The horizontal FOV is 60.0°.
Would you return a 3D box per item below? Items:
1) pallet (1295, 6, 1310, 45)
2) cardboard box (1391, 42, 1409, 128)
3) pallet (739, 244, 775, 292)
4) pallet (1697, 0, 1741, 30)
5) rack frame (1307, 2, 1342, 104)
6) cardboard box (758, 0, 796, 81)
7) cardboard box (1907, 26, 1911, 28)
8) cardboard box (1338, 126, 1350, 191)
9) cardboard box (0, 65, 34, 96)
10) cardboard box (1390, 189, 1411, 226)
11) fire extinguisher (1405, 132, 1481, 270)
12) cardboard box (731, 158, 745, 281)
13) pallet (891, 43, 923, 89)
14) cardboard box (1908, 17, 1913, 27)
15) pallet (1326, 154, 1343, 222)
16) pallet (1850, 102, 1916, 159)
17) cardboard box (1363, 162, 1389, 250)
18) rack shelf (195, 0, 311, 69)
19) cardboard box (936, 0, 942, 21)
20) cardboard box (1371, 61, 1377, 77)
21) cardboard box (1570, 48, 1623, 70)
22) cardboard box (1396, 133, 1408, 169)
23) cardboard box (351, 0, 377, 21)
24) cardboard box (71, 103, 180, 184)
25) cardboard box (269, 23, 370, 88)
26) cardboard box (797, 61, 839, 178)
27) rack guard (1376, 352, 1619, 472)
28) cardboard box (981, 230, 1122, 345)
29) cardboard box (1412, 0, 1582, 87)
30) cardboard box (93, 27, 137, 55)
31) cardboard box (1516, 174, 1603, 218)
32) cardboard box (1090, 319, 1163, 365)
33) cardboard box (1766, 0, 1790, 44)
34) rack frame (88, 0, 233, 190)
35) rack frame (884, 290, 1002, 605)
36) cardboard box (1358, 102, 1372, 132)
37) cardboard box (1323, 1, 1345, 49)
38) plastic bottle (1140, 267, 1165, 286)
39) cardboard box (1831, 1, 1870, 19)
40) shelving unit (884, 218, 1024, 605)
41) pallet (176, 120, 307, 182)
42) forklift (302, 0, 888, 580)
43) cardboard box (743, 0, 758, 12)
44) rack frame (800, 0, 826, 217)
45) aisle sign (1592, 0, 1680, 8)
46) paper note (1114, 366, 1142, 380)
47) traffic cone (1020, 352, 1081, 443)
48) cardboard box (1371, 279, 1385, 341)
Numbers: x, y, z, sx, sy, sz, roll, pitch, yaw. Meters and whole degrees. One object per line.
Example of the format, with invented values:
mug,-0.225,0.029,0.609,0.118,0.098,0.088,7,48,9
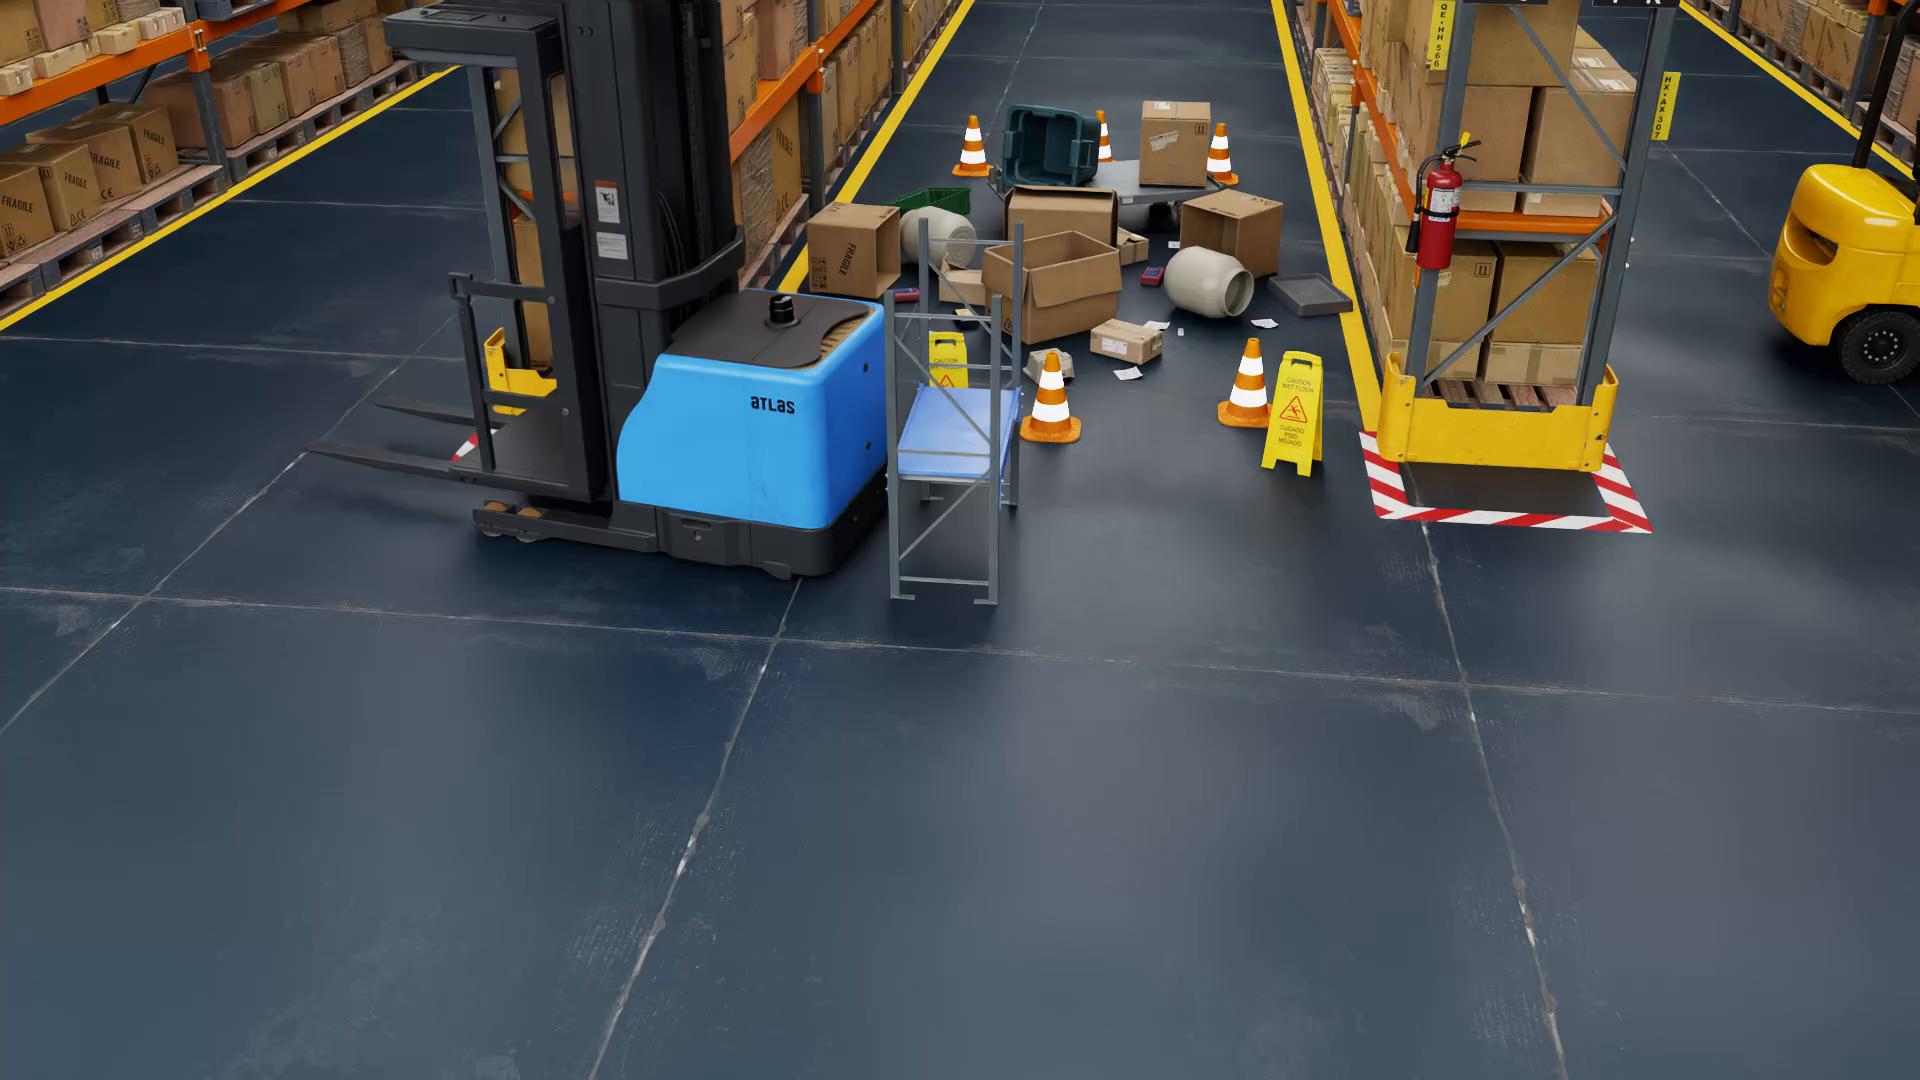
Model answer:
pallet,4.335,-5.815,18.822,1.003,0.211,1.213,3,28,6
cardboard box,2.808,-2.679,9.641,0.500,0.500,0.500,3,28,6
pallet,-1.868,-1.728,11.235,1.003,0.211,1.213,3,28,6
pallet,9.367,-6.219,19.572,1.003,0.211,1.213,3,28,6
rack frame,3.865,-5.528,15.348,1.000,3.000,0.127,3,28,6
cardboard box,-1.629,-3.516,11.456,0.875,0.550,0.550,3,28,6
cardboard box,9.201,-4.737,16.074,0.500,0.500,0.500,3,29,6
cardboard box,3.436,-2.920,12.835,0.950,0.372,0.625,4,29,7
cardboard box,-6.399,-3.048,11.010,0.380,0.149,0.250,3,28,6
cardboard box,2.702,-1.921,9.635,0.380,0.149,0.250,4,29,8
fire extinguisher,2.413,-1.701,8.326,0.296,0.674,0.183,3,28,6
cardboard box,-1.917,-1.989,10.577,0.875,0.875,0.875,3,28,5
pallet,-0.963,-4.908,17.137,1.003,0.211,1.213,3,28,6
cardboard box,9.224,-4.962,15.806,0.380,0.149,0.250,4,29,8
pallet,3.468,-2.784,13.195,1.003,0.211,1.213,3,28,6
pallet,8.652,-3.628,14.762,1.003,0.211,1.213,3,28,6
cardboard box,2.915,-2.191,10.819,0.500,0.500,0.500,5,29,9
rack shelf,-6.216,-4.845,14.840,1.077,0.370,4.000,3,28,6
cardboard box,-0.474,-6.131,18.660,0.500,0.500,0.500,3,28,5
cardboard box,3.038,-3.283,11.446,0.380,0.149,0.250,4,29,8
cardboard box,3.278,-2.388,9.101,0.500,0.500,0.500,4,29,8
cardboard box,2.693,-2.208,9.451,0.380,0.149,0.250,4,29,7
cardboard box,-6.023,-5.210,16.139,0.500,0.250,0.500,4,29,8
cardboard box,-6.550,-3.119,13.070,0.500,0.500,0.500,3,28,5
cardboard box,-6.088,-4.618,15.832,0.700,0.500,0.500,1,28,2
cardboard box,-1.564,-3.377,13.285,1.050,0.750,0.750,3,28,6
rack guard,2.894,-0.697,9.017,1.175,0.500,0.348,3,28,6
cardboard box,0.587,-1.637,10.758,0.797,0.503,0.637,-17,33,-29
cardboard box,2.730,-2.630,8.496,0.700,0.500,0.500,3,28,5
cardboard box,-6.246,-3.636,12.102,0.380,0.149,0.250,3,28,6
cardboard box,3.131,-1.799,8.692,0.380,0.149,0.250,3,29,6
cardboard box,1.040,-1.241,10.397,0.380,0.149,0.250,20,34,32
cardboard box,8.878,-5.508,17.504,0.500,0.500,0.500,3,28,5
rack frame,-6.461,-4.221,12.922,1.000,3.000,0.127,3,28,6
rack frame,-0.073,-0.381,7.376,0.500,1.500,0.032,3,28,6
cardboard box,2.959,-2.918,11.485,0.380,0.149,0.250,4,29,7
cardboard box,4.032,-5.097,16.347,0.875,0.875,0.875,3,28,6
plastic bottle,1.355,-1.853,11.625,0.133,0.061,0.283,8,29,15
cardboard box,8.679,-5.110,16.081,0.380,0.149,0.250,2,28,5
shelving unit,-0.010,-0.620,7.820,0.538,1.500,1.048,3,28,6
pallet,-6.367,-3.360,14.264,1.003,0.211,1.213,3,28,6
forklift,-1.896,-1.505,7.953,3.031,2.935,1.130,9,30,16
cardboard box,-1.785,-3.743,10.738,0.875,0.550,0.550,3,28,6
rack frame,-1.551,-3.885,12.299,1.000,3.000,0.127,3,28,6
aisle sign,3.184,-2.859,7.654,0.394,0.787,0.004,3,28,6
paper note,1.025,-1.016,10.103,0.148,0.019,0.142,-6,29,-11
traffic cone,0.514,-0.827,9.297,0.336,0.463,0.334,3,28,6
cardboard box,2.788,-1.376,10.098,0.500,0.250,0.500,3,29,6
